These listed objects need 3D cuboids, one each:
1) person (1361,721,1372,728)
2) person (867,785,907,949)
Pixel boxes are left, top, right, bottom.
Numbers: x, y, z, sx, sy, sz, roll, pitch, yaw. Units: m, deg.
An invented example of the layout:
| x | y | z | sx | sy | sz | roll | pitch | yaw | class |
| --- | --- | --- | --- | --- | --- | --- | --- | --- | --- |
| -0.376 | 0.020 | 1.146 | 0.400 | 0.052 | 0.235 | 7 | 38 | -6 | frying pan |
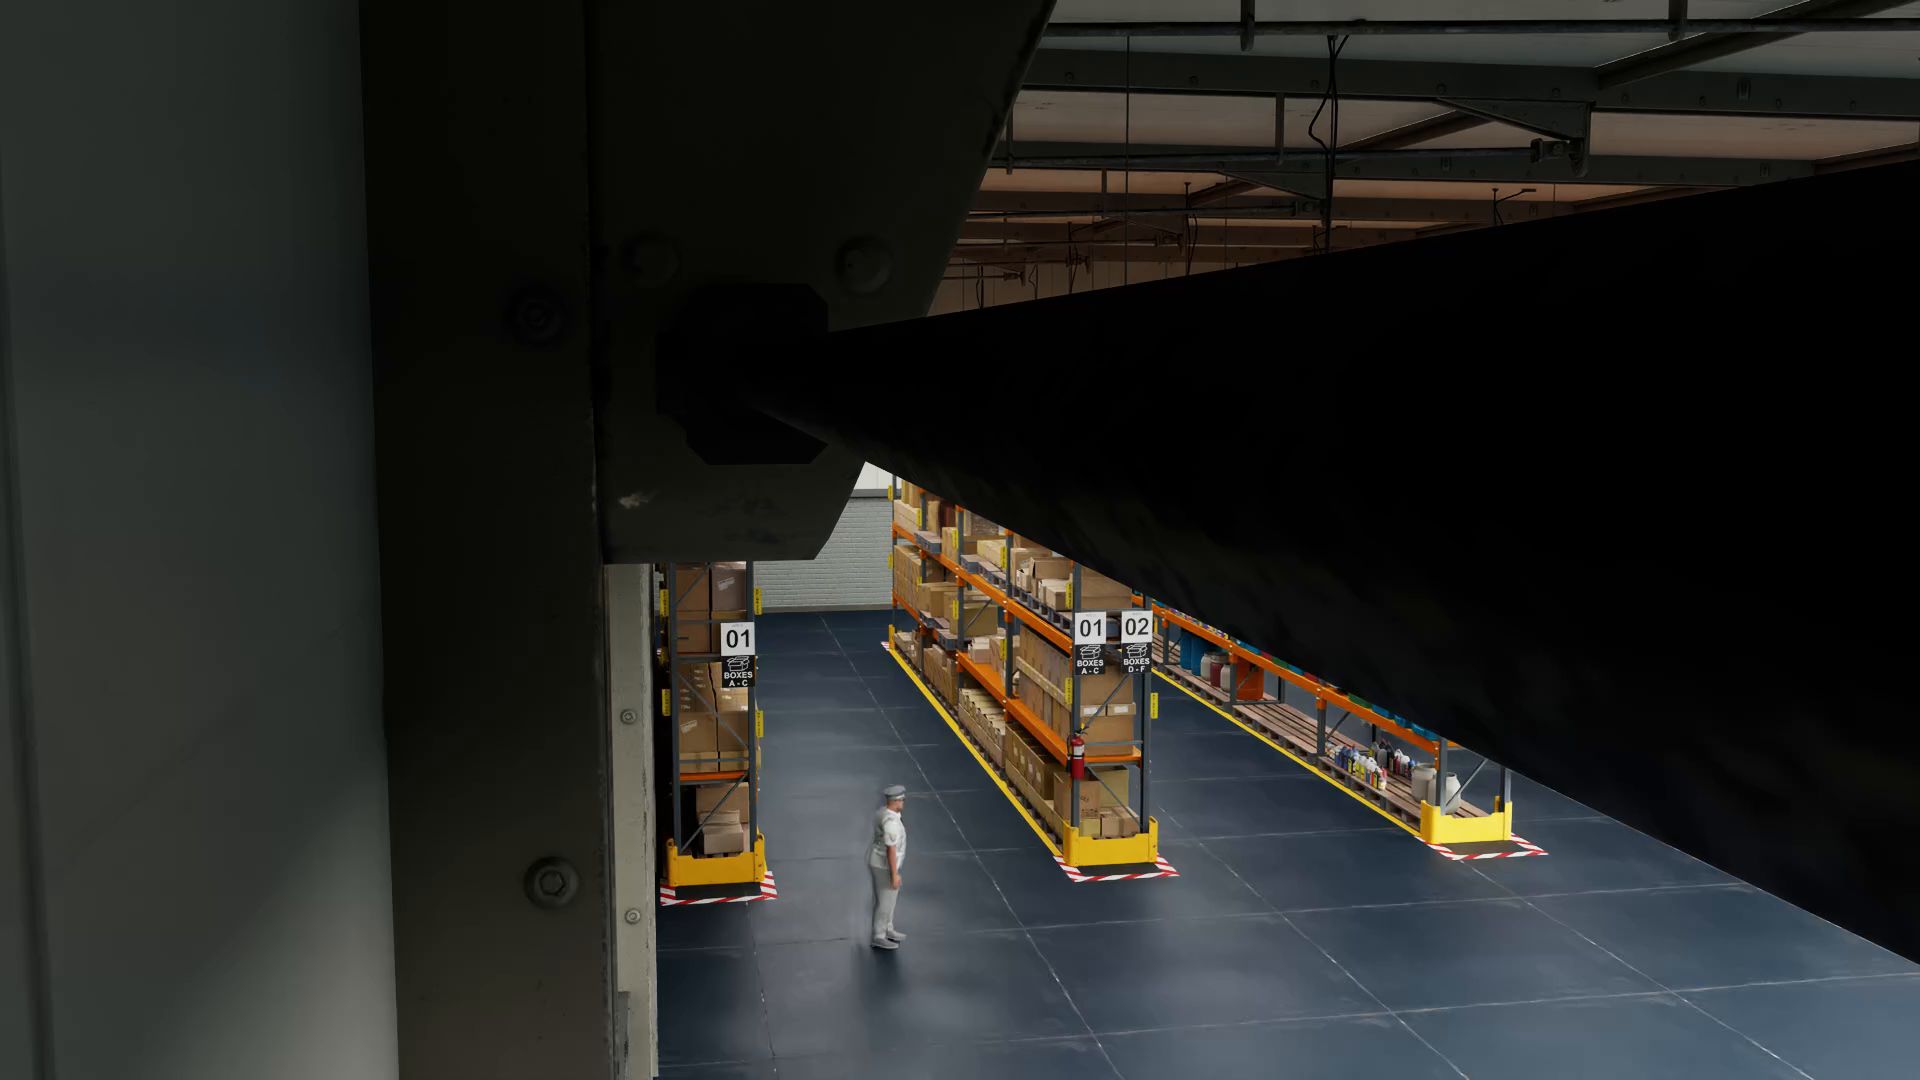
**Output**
| x | y | z | sx | sy | sz | roll | pitch | yaw | class |
| --- | --- | --- | --- | --- | --- | --- | --- | --- | --- |
| 7.182 | 2.394 | 28.782 | 0.411 | 1.704 | 0.497 | 2 | 7 | 19 | person |
| -0.780 | 3.533 | 17.983 | 0.441 | 1.762 | 0.599 | -1 | 6 | -7 | person |
